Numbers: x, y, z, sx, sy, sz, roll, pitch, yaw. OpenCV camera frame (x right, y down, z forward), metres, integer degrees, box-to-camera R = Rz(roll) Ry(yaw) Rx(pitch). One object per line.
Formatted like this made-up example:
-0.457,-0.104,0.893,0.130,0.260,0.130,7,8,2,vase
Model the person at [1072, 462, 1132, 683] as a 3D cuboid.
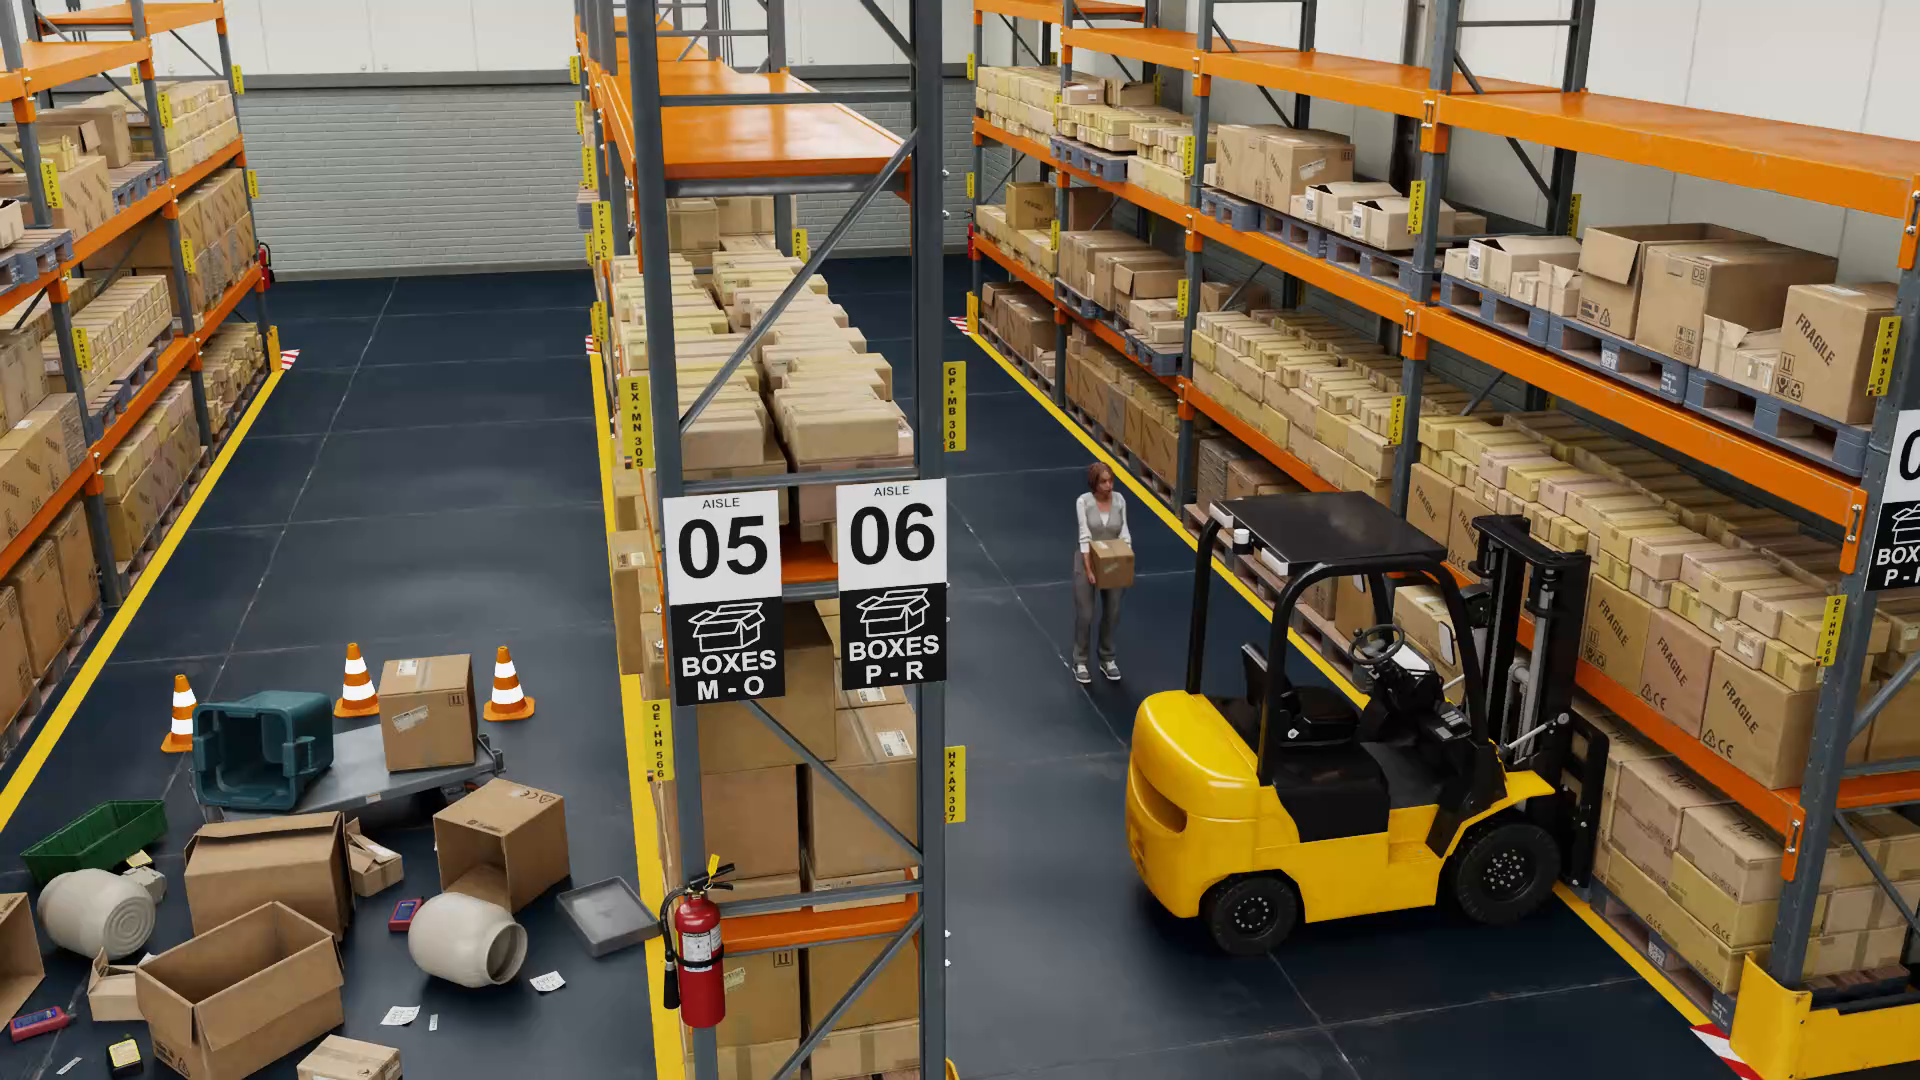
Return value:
1.001,0.249,11.657,0.375,1.599,0.500,-5,20,-13,person
